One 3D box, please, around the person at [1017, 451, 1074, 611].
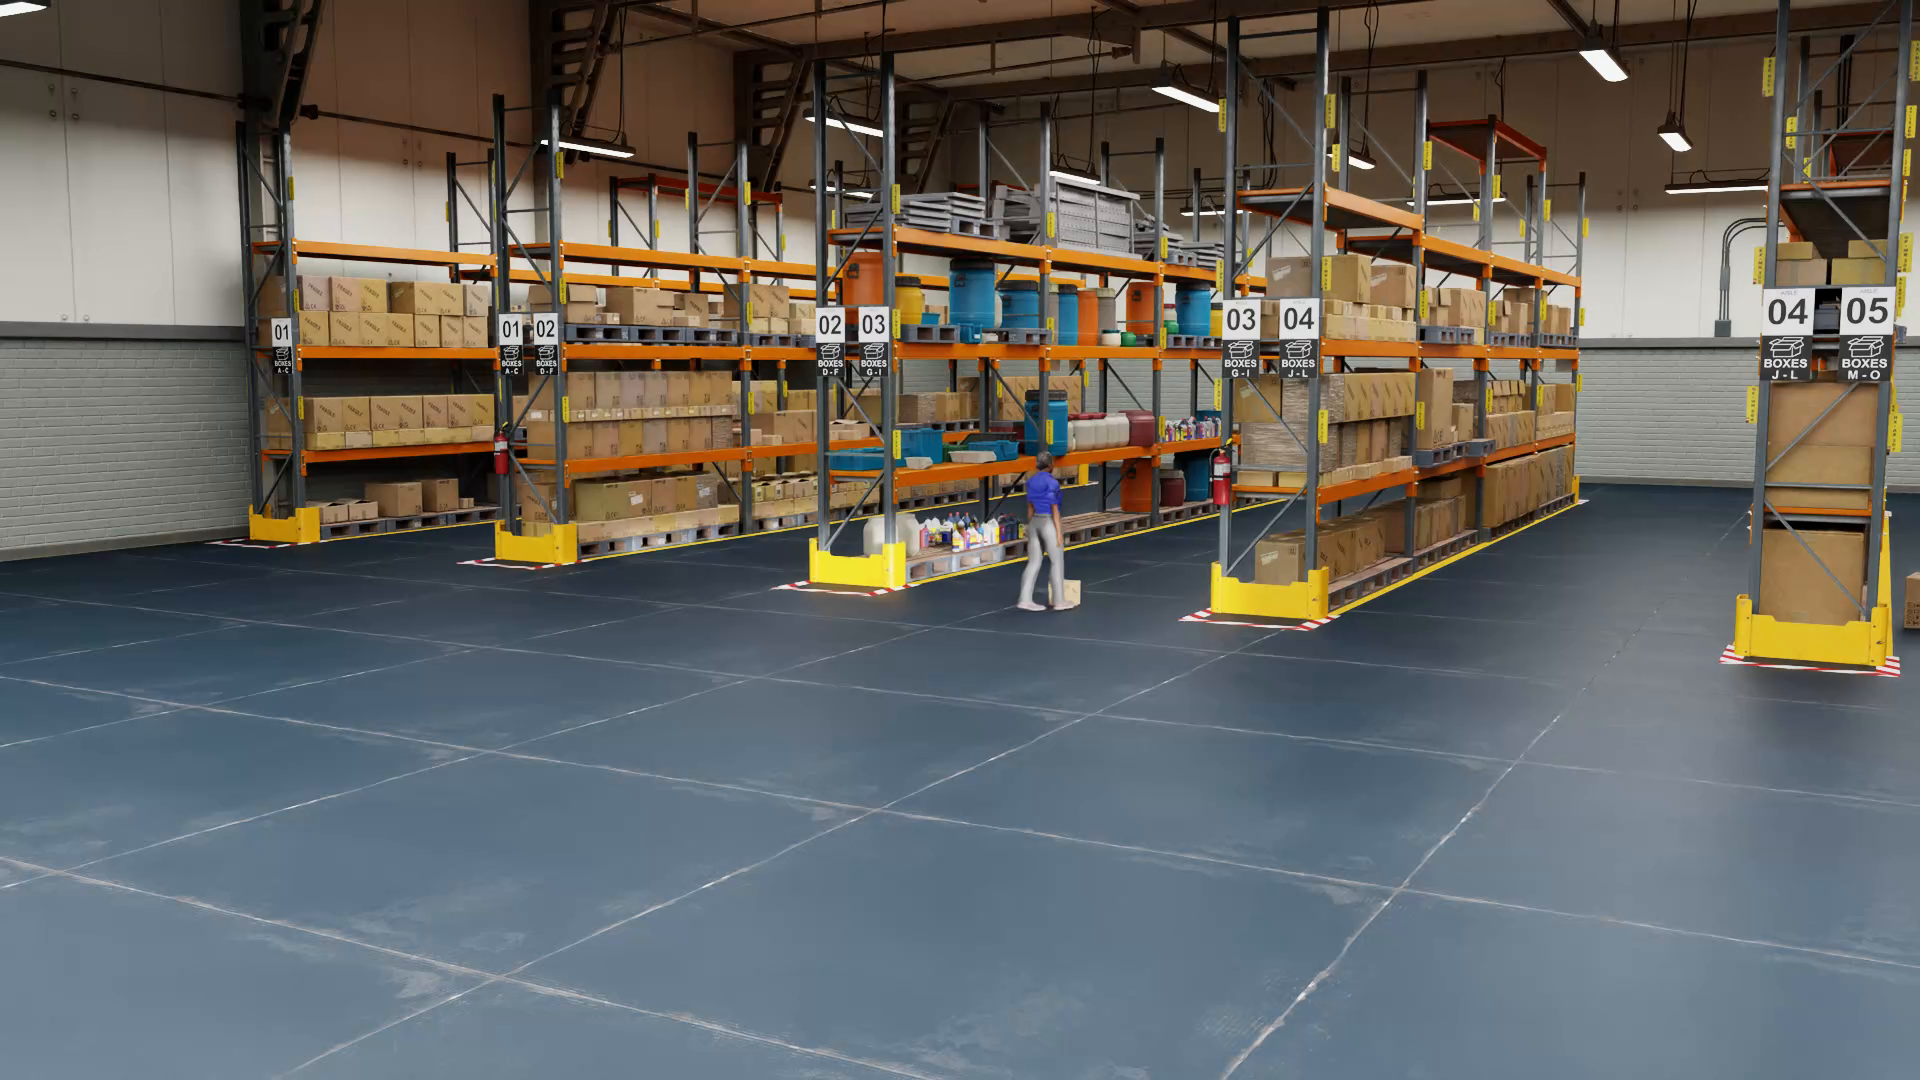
[{"bbox_3d":[0.909,-0.096,17.247,0.600,1.660,0.446,-5,8,-42],"label":"person"}]
